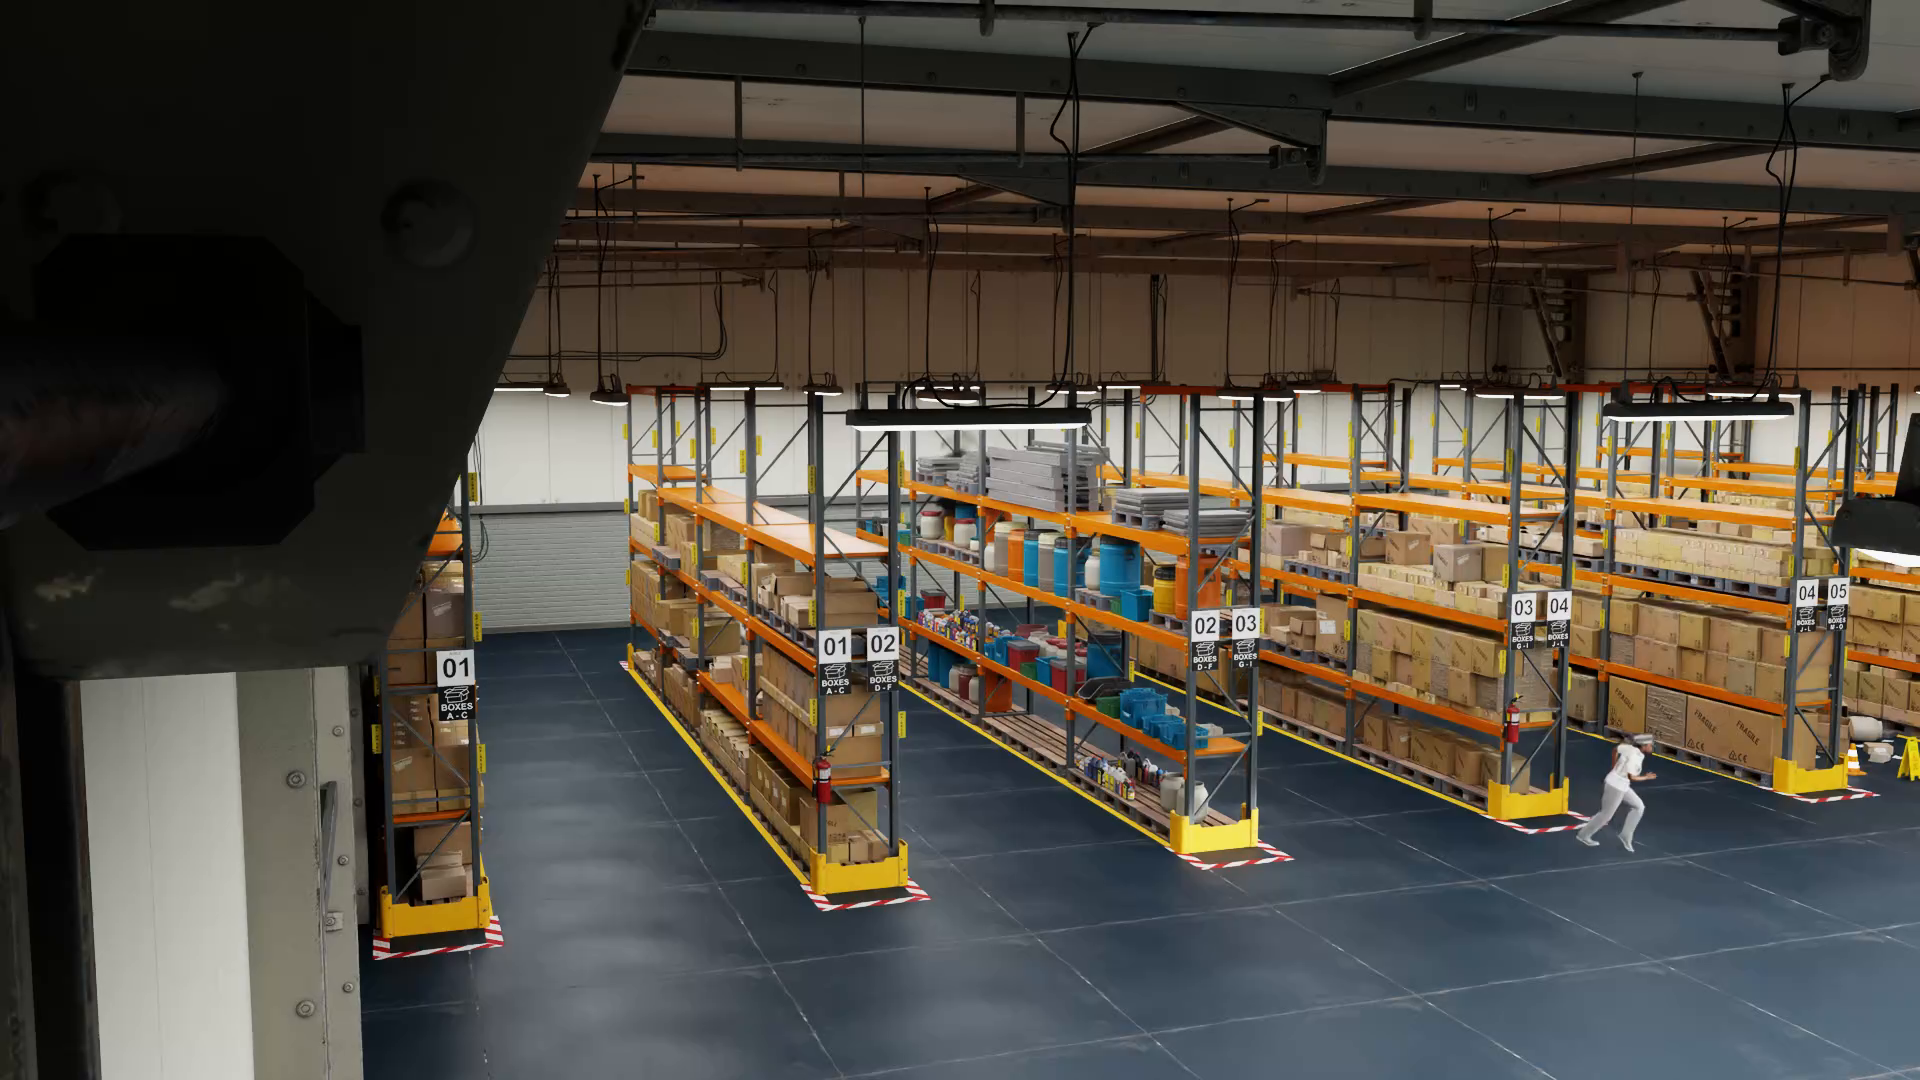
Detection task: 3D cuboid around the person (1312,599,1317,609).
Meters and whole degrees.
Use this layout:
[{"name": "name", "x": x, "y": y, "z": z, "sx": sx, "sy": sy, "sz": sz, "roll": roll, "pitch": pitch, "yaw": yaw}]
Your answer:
[{"name": "person", "x": 9.181, "y": 1.201, "z": 42.032, "sx": 0.550, "sy": 1.629, "sz": 0.575, "roll": -1, "pitch": 6, "yaw": -12}]

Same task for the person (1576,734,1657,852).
[{"name": "person", "x": 8.643, "y": 3.316, "z": 21.880, "sx": 0.953, "sy": 1.611, "sz": 0.613, "roll": 2, "pitch": 6, "yaw": 20}]

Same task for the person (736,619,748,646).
[{"name": "person", "x": -4.766, "y": 1.842, "z": 35.560, "sx": 0.775, "sy": 1.671, "sz": 0.593, "roll": 4, "pitch": 7, "yaw": 36}]
